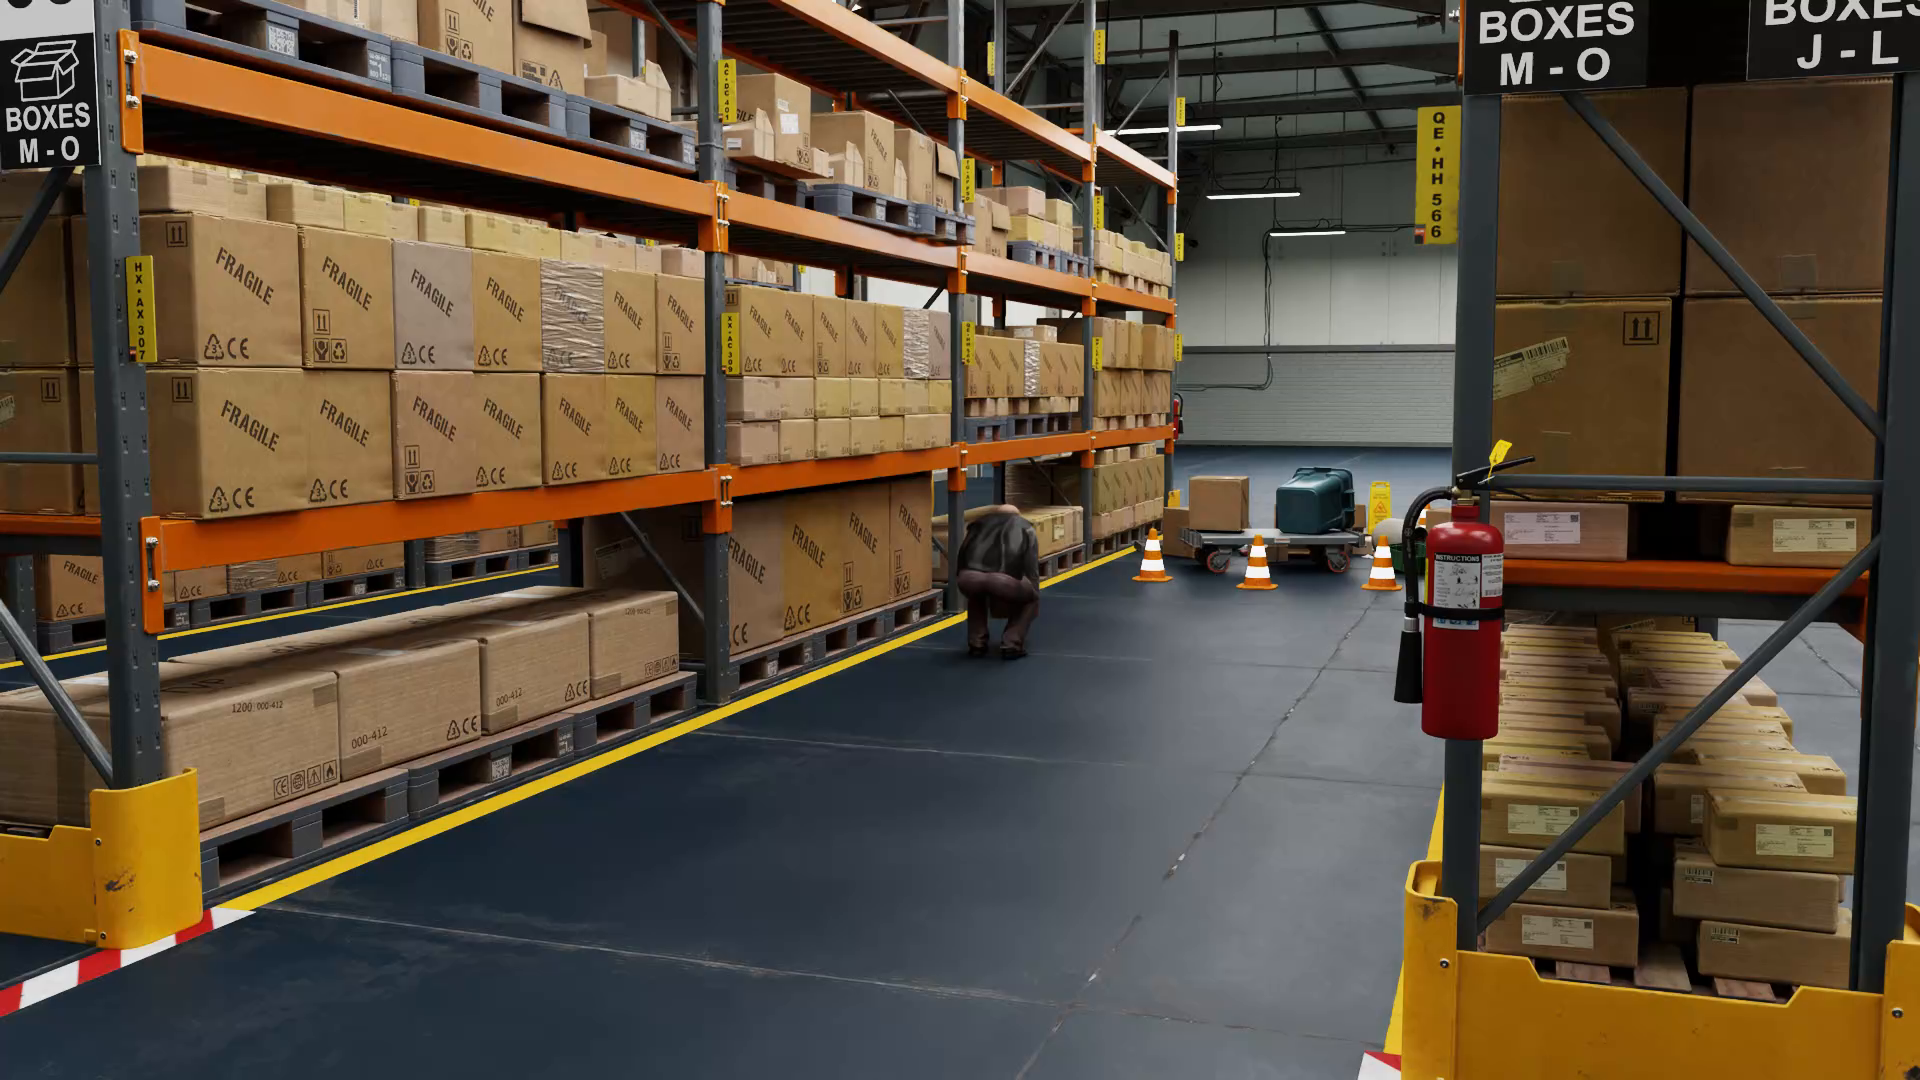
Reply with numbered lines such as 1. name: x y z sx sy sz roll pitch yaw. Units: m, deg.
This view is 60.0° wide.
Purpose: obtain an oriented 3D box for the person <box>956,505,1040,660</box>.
1. person: 0.256 0.274 10.908 0.509 0.954 0.888 2 5 17
